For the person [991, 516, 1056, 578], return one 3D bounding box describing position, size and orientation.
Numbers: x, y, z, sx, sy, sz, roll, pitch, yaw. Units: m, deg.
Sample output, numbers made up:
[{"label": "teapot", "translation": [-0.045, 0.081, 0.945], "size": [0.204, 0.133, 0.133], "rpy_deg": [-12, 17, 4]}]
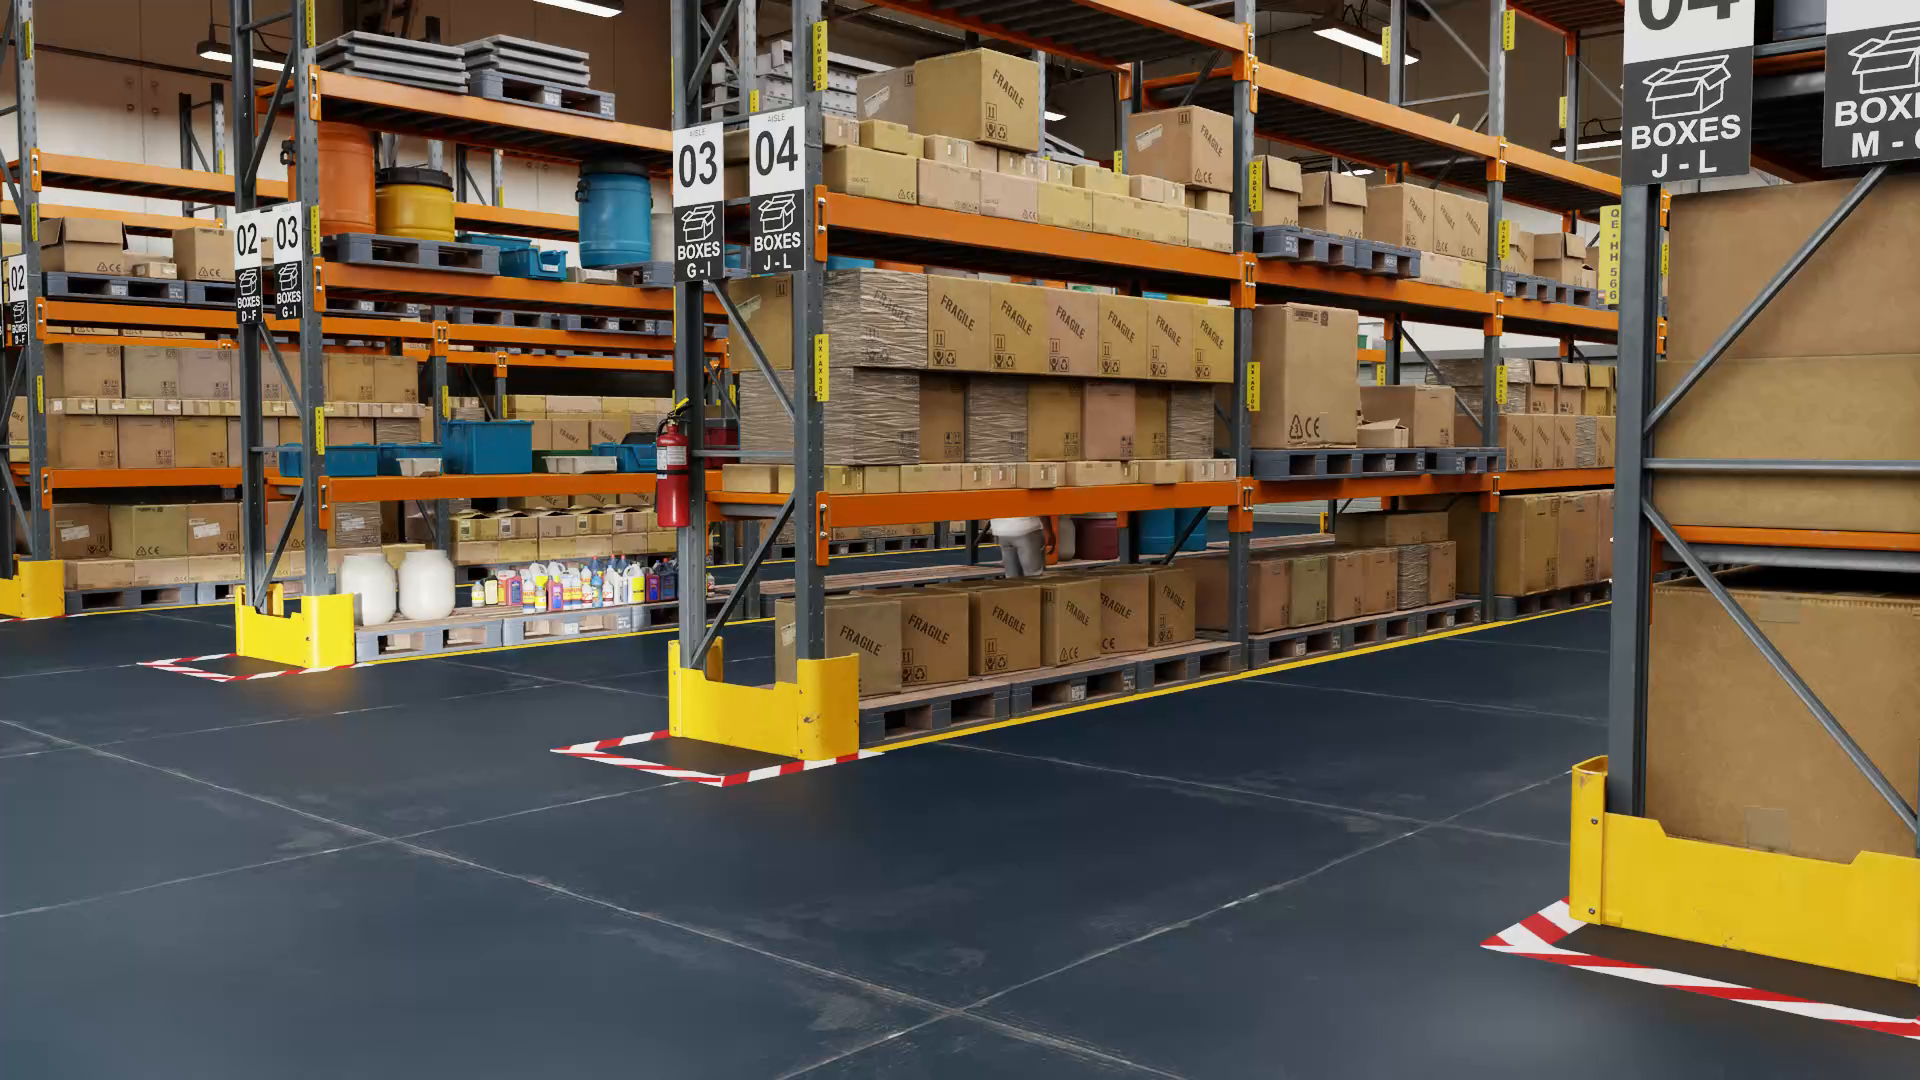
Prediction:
[{"label": "person", "translation": [0.482, -0.065, 12.651], "size": [0.455, 1.760, 0.635], "rpy_deg": [-3, 5, -38]}]
